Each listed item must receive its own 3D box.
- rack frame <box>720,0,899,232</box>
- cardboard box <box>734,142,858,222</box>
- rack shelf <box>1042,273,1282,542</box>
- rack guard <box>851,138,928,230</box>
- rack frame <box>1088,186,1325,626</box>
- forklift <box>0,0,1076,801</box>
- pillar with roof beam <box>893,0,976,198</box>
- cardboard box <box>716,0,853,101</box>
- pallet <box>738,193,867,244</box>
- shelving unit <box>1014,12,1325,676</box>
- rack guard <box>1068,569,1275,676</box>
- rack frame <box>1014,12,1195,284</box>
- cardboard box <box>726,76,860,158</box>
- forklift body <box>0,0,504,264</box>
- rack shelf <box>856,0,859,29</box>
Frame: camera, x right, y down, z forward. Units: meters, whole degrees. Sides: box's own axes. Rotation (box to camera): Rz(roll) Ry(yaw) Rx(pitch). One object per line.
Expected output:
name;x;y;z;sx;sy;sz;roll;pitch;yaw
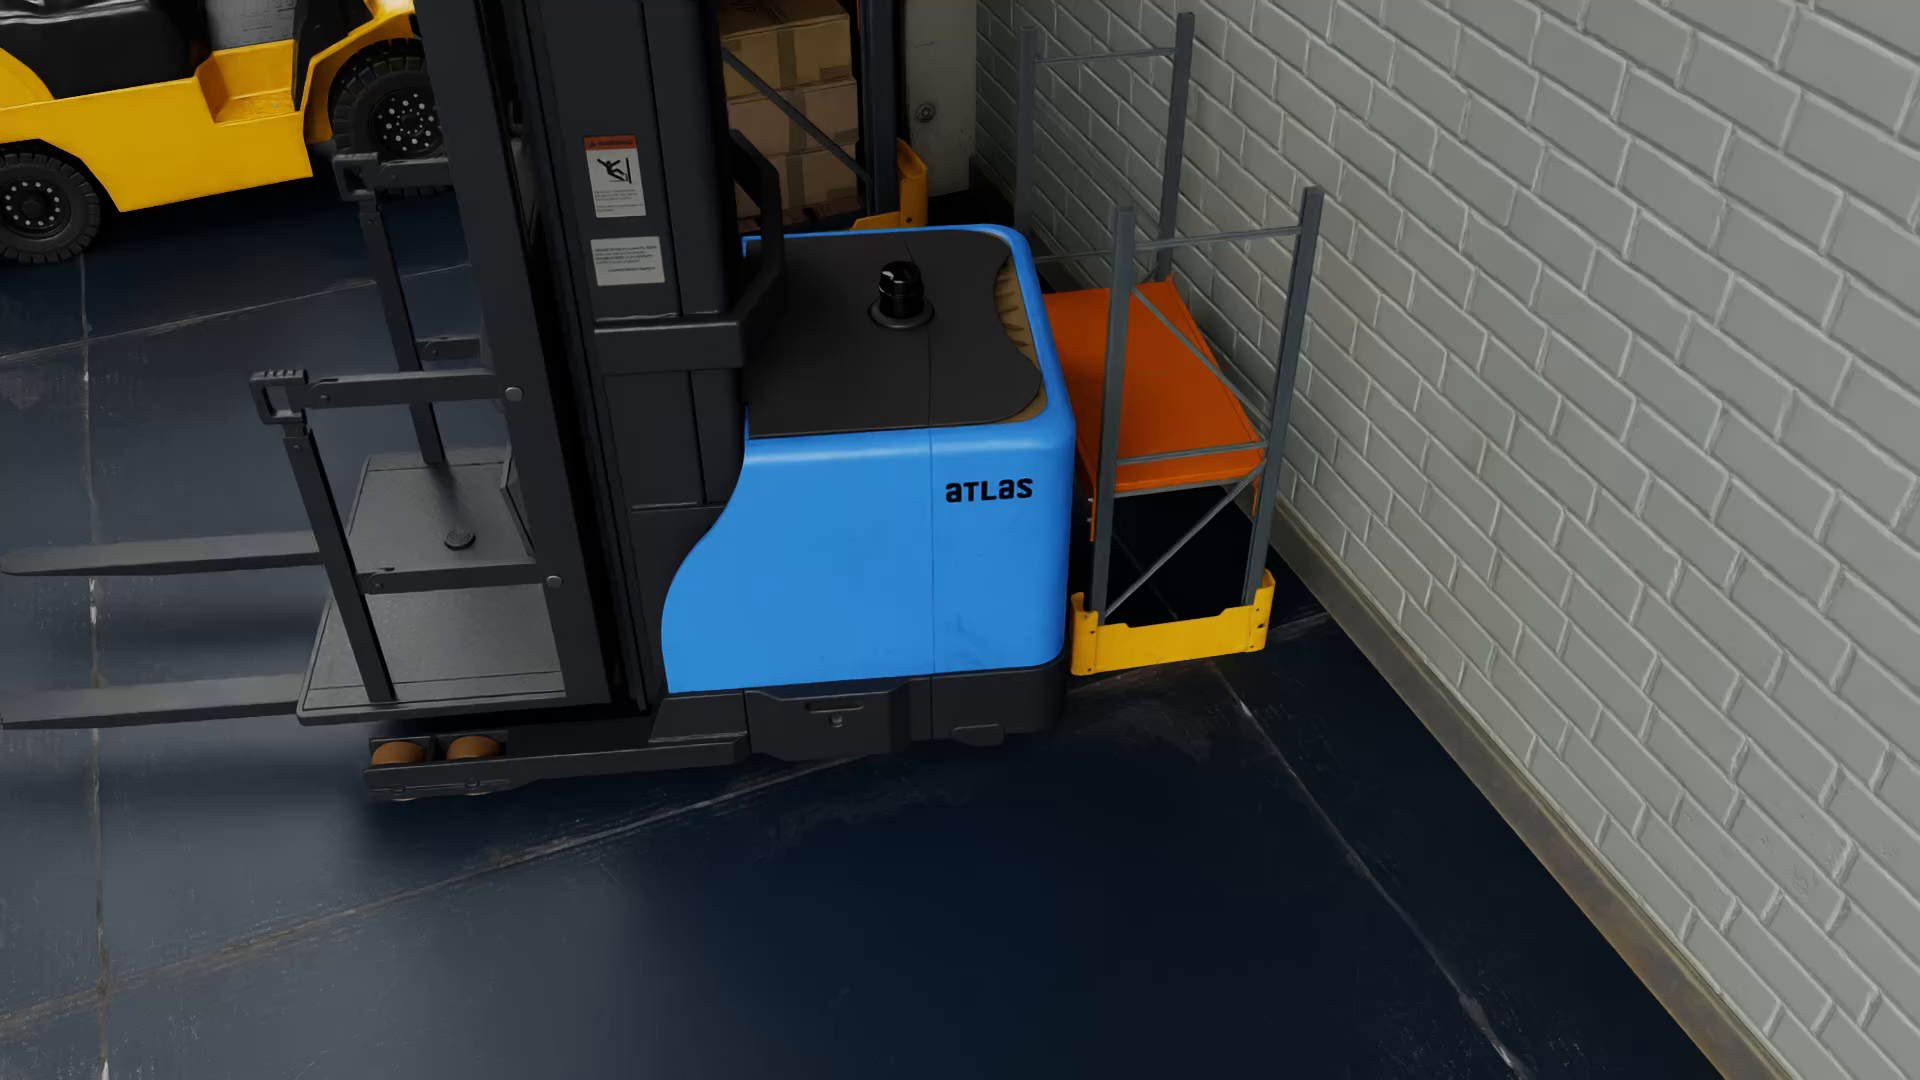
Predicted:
rack frame;-0.713;-2.052;5.335;1.000;3.000;0.127;-15;43;-17
cardboard box;-0.720;-1.513;6.496;0.500;0.250;0.500;-15;43;-17
rack shelf;0.509;-0.414;4.858;0.538;0.185;1.000;-7;41;-8
rack guard;-0.704;-1.089;6.133;1.175;0.500;0.348;-15;43;-17
rack frame;0.608;-0.226;4.362;0.500;1.500;0.032;-7;41;-8
forklift;-1.259;-0.778;3.907;3.031;2.935;1.130;-4;41;-5
pillar with roof beam;-4.124;-3.897;2.879;9.100;9.000;0.400;-15;43;-17
cardboard box;-0.722;-1.884;6.160;0.500;0.250;0.500;-16;43;-18
pallet;-1.044;-1.445;6.768;1.003;0.211;1.213;-15;43;-17
shelving unit;0.508;-0.557;4.747;0.587;1.500;1.083;-7;41;-8
rack guard;0.604;0.236;4.784;0.587;0.250;0.087;-7;41;-8
rack frame;0.411;-0.876;5.118;0.500;1.500;0.032;-7;41;-8
cardboard box;-0.701;-1.693;6.321;0.500;0.250;0.500;-14;43;-16
forklift body;-3.124;-2.417;6.411;2.313;2.155;1.214;-15;43;-17
rack shelf;-1.478;-2.984;6.971;1.077;0.370;4.000;-15;43;-17
